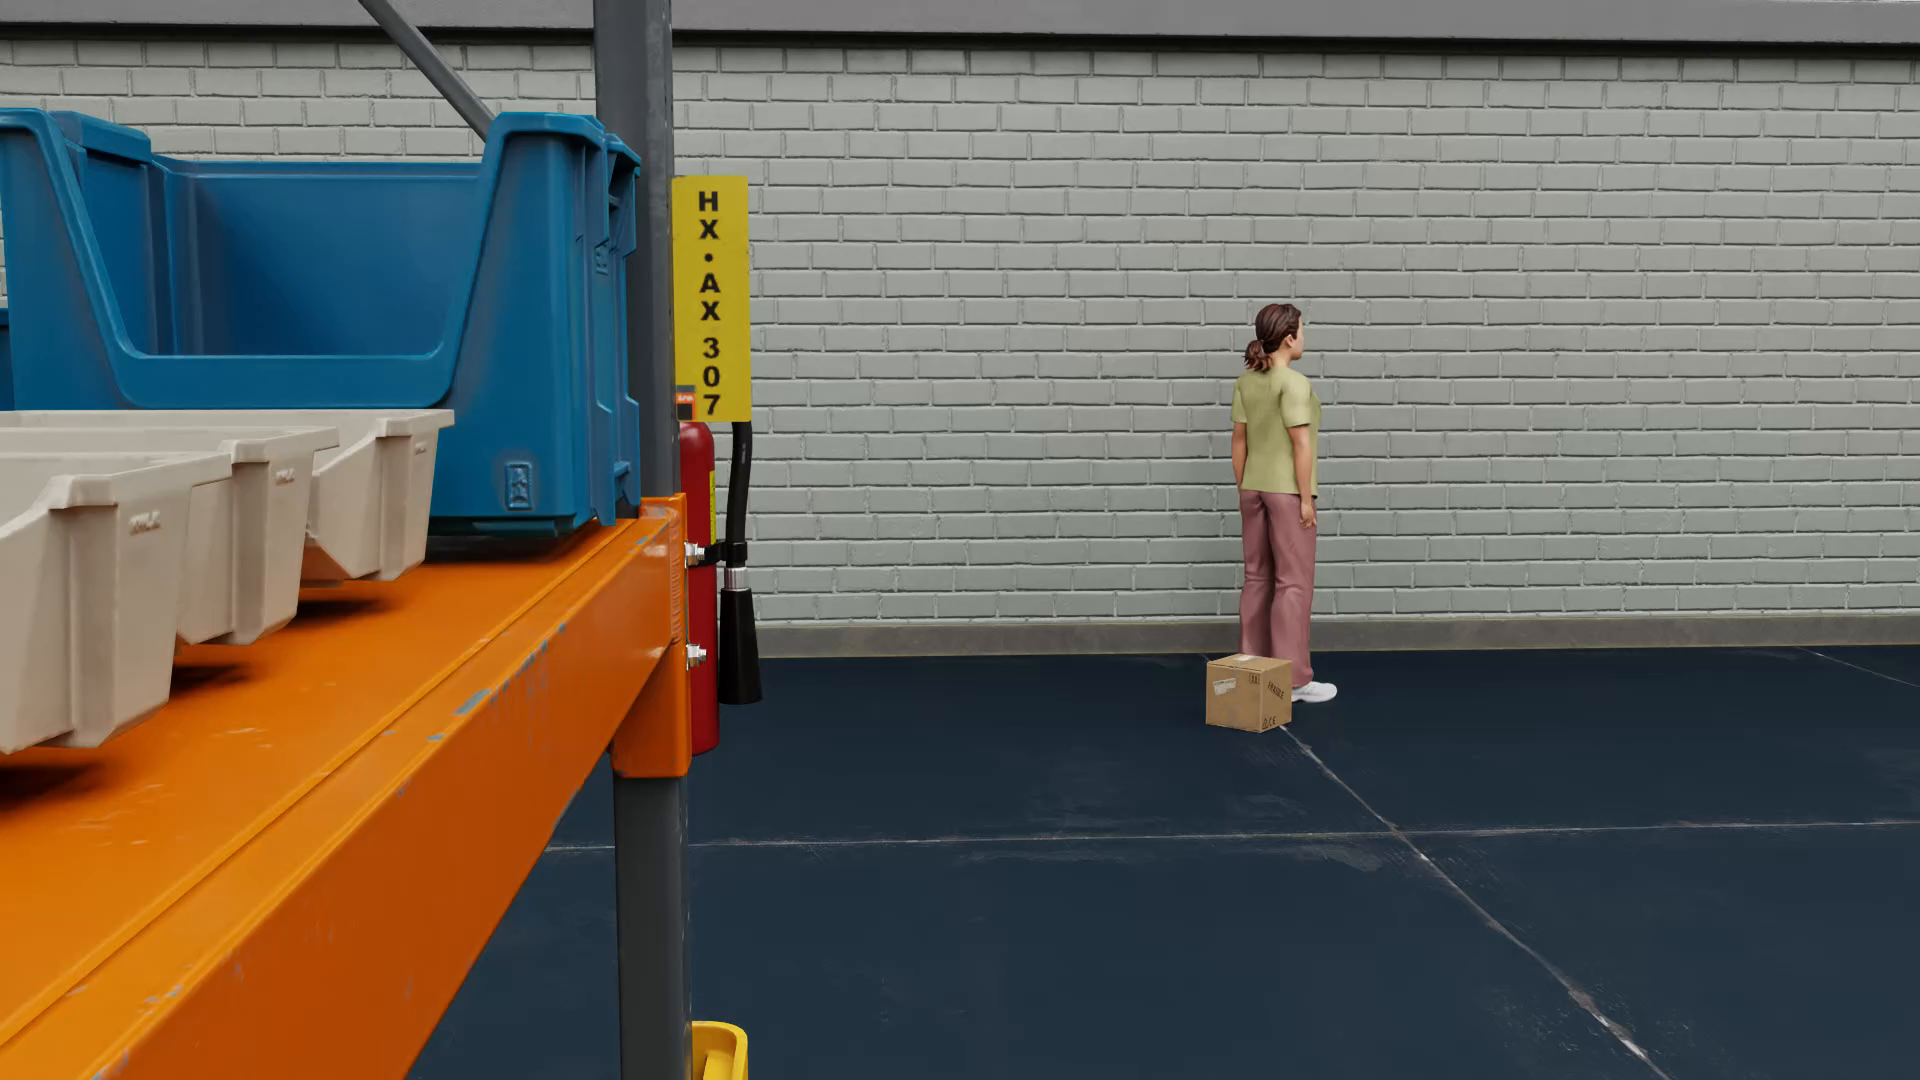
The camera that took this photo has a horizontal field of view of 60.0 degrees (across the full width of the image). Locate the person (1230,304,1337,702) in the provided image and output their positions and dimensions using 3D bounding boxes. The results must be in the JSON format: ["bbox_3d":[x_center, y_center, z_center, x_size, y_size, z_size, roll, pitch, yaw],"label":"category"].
[{"bbox_3d":[1.359,-0.162,7.083,0.364,1.674,0.429,-4,8,-33],"label":"person"}]
